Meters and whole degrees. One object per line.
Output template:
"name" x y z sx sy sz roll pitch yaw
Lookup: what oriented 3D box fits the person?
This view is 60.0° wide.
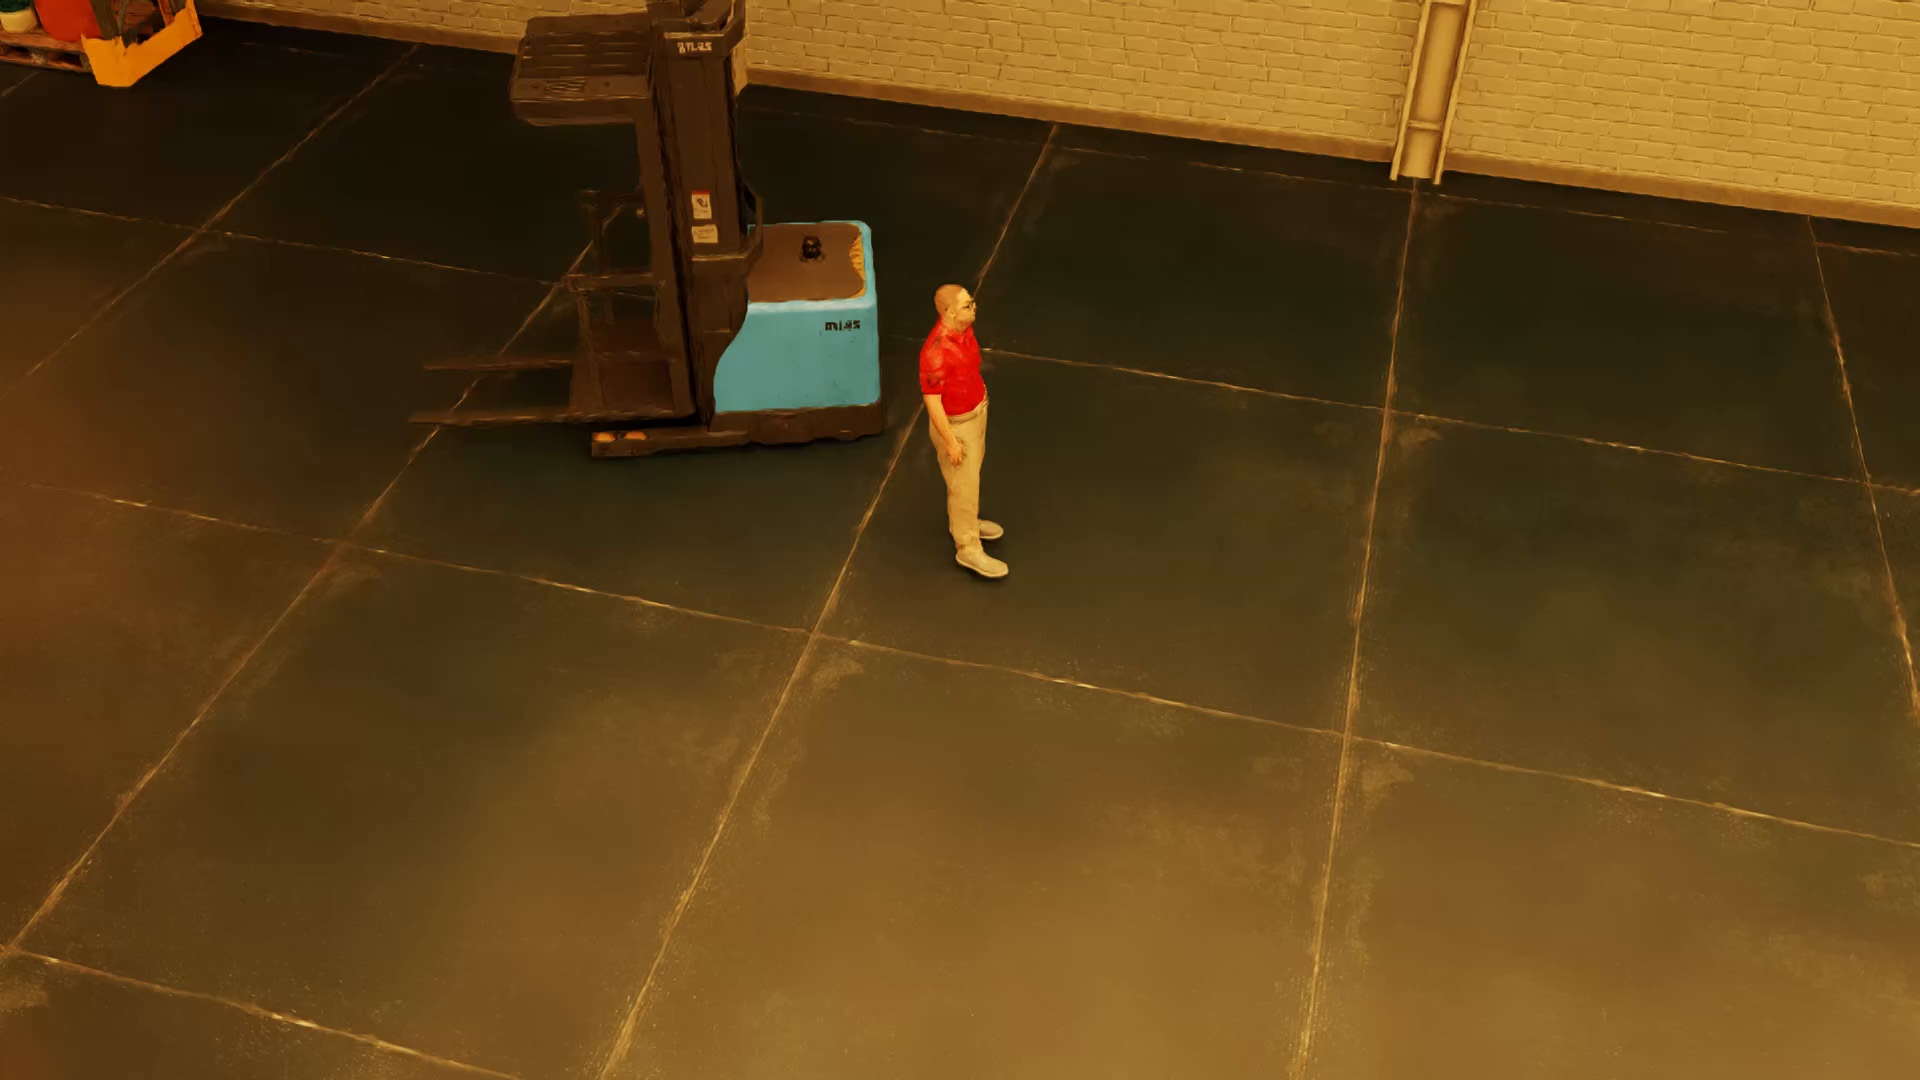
"person" 0.084 -0.662 9.458 0.550 1.726 0.640 10 42 11

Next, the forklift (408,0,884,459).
"forklift" -2.042 -1.990 10.132 3.031 2.935 1.130 -3 41 -4
